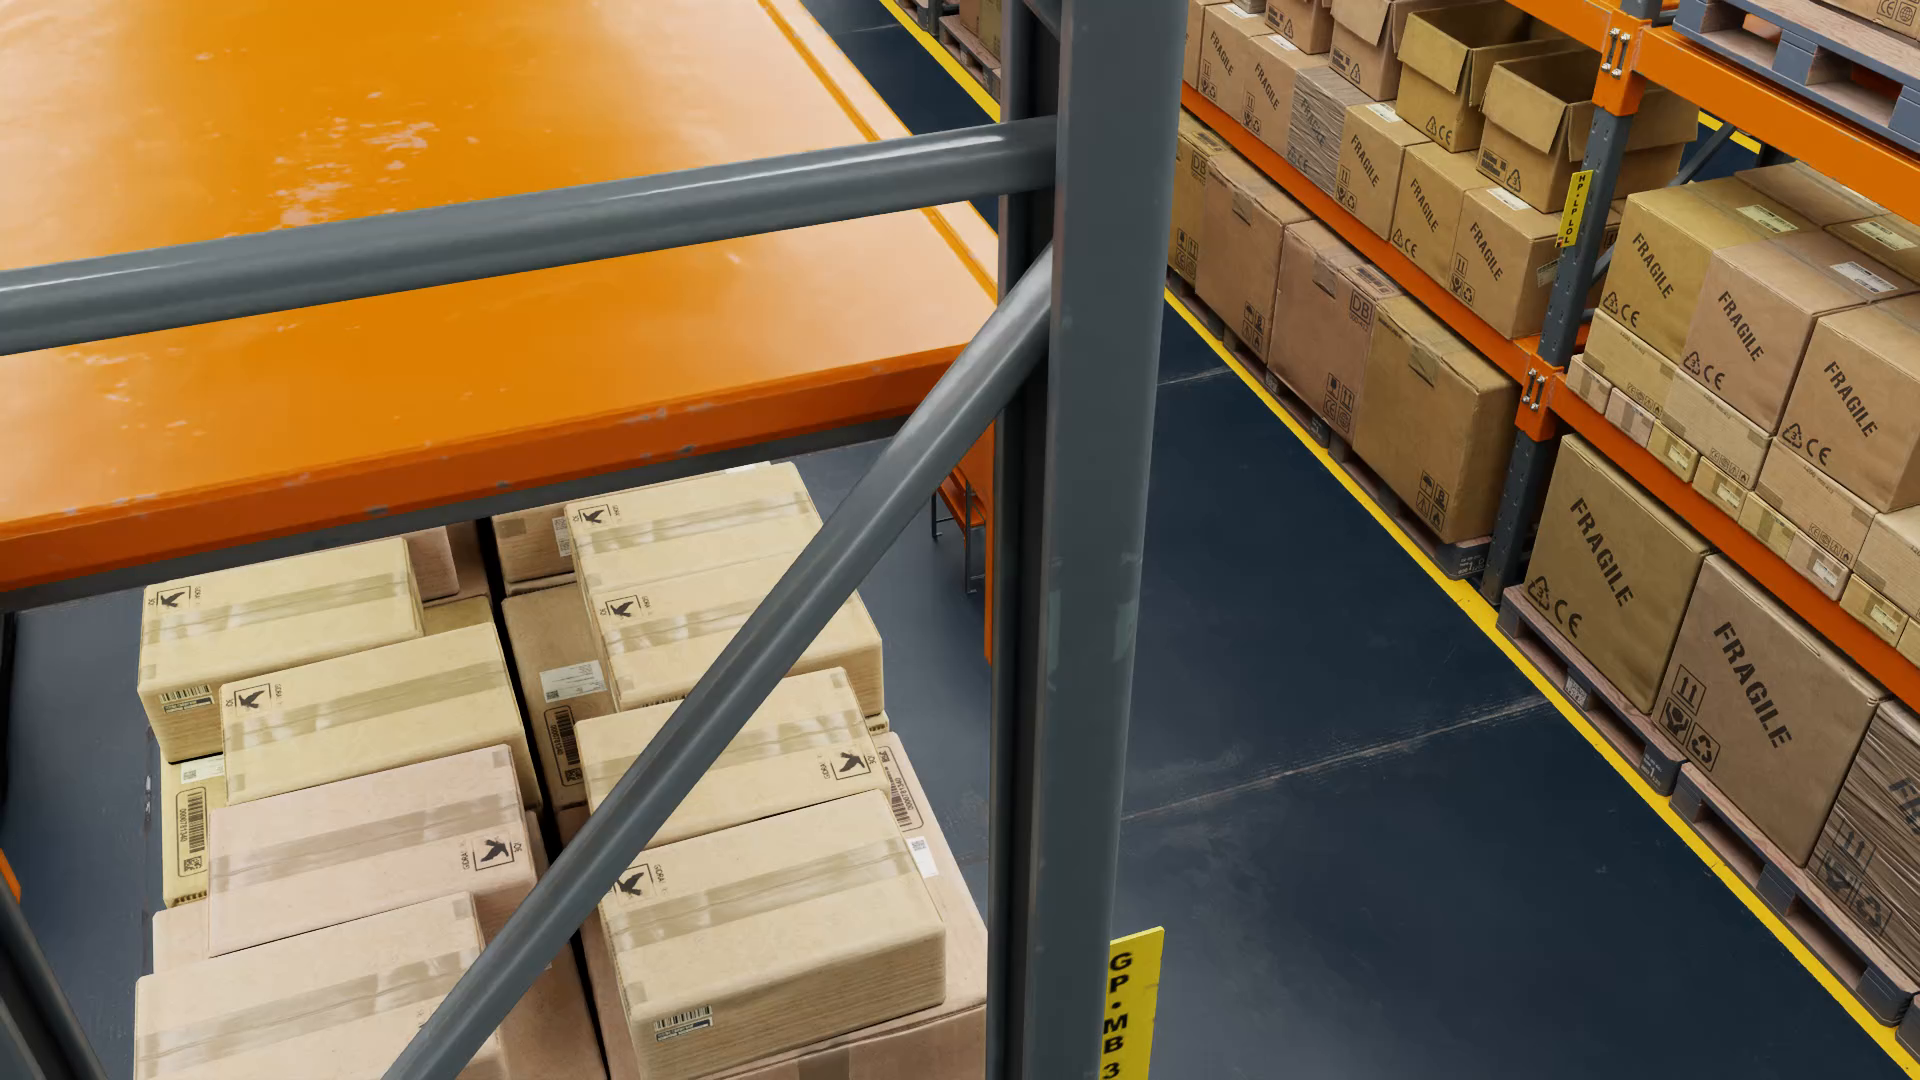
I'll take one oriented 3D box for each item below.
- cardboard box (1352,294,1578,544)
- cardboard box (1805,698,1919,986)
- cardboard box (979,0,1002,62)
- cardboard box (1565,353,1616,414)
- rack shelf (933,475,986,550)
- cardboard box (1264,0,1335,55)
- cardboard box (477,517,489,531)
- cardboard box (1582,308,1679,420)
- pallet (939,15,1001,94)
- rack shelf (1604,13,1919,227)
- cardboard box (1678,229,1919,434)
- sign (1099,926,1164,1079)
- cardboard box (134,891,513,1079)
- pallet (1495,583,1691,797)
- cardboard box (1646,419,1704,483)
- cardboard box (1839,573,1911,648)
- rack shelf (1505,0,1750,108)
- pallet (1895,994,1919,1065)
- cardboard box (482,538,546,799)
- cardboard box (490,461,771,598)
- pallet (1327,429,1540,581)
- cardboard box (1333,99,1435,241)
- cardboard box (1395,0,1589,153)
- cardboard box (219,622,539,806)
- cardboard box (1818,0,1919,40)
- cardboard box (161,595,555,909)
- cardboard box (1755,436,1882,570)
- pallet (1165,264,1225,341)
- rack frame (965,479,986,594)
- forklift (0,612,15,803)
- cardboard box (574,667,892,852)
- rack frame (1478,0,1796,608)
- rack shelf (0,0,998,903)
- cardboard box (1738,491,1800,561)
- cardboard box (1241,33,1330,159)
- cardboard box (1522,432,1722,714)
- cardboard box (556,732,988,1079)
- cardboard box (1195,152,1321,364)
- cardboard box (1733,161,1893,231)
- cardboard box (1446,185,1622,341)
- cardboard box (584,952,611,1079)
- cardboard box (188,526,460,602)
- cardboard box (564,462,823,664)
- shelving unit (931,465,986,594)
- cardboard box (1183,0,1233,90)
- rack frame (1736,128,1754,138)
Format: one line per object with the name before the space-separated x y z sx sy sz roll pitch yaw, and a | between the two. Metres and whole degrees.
cardboard box | 2.738 -0.692 8.153 1.225 0.875 0.875 -12 39 -16
cardboard box | 3.745 1.066 5.819 0.875 0.875 0.875 -12 39 -16
cardboard box | 0.561 -4.088 12.956 0.700 0.500 0.500 -13 39 -16
cardboard box | 2.766 -0.679 6.928 0.380 0.149 0.250 -12 39 -16
rack shelf | 0.057 -0.173 7.985 0.258 0.148 0.480 -12 39 -16
cardboard box | 2.058 -2.931 8.791 0.797 0.503 0.637 -12 39 -15
cardboard box | -1.250 -0.198 3.296 0.500 0.250 0.500 -14 39 -18
cardboard box | 2.893 -0.755 6.697 0.500 0.250 0.500 -13 39 -17
pallet | 0.493 -3.982 13.421 1.003 0.211 1.213 -12 39 -16
rack shelf | 3.665 -0.797 4.980 1.077 0.370 4.000 -12 39 -16
cardboard box | 3.064 -0.771 6.095 0.500 0.500 0.500 -12 39 -16
sign | 0.171 0.554 1.862 0.100 0.325 0.005 -12 39 -16
cardboard box | -0.729 0.590 1.919 0.380 0.149 0.250 -13 39 -16
pallet | 3.165 0.544 7.413 1.003 0.211 1.213 -12 39 -16
cardboard box | 2.948 -0.382 6.534 0.380 0.149 0.250 -11 38 -14
cardboard box | 3.304 0.201 5.759 0.380 0.149 0.250 -14 39 -17
rack shelf | 2.289 -3.056 7.980 1.077 0.370 4.000 -12 39 -16
pallet | 4.005 1.922 5.583 1.003 0.211 1.213 -12 39 -16
cardboard box | -0.620 0.182 3.207 0.500 0.250 0.500 -14 39 -17
cardboard box | -0.589 -0.008 3.044 0.500 0.250 0.500 -12 39 -15
pallet | 2.641 -0.322 8.563 1.003 0.211 1.213 -12 39 -16
cardboard box | 2.209 -1.838 8.174 0.500 0.500 0.500 -13 39 -16
cardboard box | 2.524 -2.205 7.828 0.797 0.503 0.637 -12 39 -15
cardboard box | -0.811 0.285 2.323 0.380 0.149 0.250 -14 39 -17
cardboard box | 3.303 -2.032 5.506 0.700 0.500 0.500 -15 39 -19
cardboard box | -0.913 0.380 2.529 0.500 0.250 0.500 -13 39 -17
cardboard box | 3.243 -0.181 5.936 0.500 0.250 0.500 -12 38 -15
pallet | 1.801 -1.700 10.393 1.003 0.211 1.213 -12 39 -16
rack frame | 0.141 -0.248 7.642 0.240 1.200 0.015 -12 39 -16
forklift | -4.813 -0.485 6.518 1.130 2.935 3.031 -14 39 -18
cardboard box | -0.307 0.339 2.252 0.380 0.149 0.250 -11 38 -14
rack frame | 2.977 -1.016 7.166 1.000 3.000 0.127 -12 39 -16
rack shelf | -1.027 -1.024 2.791 1.077 0.370 4.000 -12 39 -16
cardboard box | 3.128 -0.090 6.145 0.380 0.149 0.250 -13 39 -17
cardboard box | 1.871 -2.405 8.927 0.500 0.500 0.500 -13 39 -17
cardboard box | 3.129 0.055 7.162 0.875 0.875 0.875 -12 39 -16
cardboard box | -0.249 0.568 2.279 0.500 0.250 0.500 -12 39 -15
cardboard box | 2.118 -1.695 9.485 1.225 0.875 0.875 -12 39 -16
cardboard box | 3.386 -1.170 6.624 0.500 0.500 0.500 -11 38 -15
cardboard box | 2.559 -1.263 7.411 0.500 0.500 0.500 -12 39 -16
cardboard box | -0.253 0.769 2.428 0.500 0.250 0.500 -11 38 -14
cardboard box | -1.034 0.003 2.698 0.380 0.149 0.250 -13 39 -17
cardboard box | -0.415 0.033 2.658 0.380 0.149 0.250 -12 39 -15
shelving unit | 0.057 -0.386 7.825 0.258 1.200 0.503 -12 39 -16
cardboard box | 1.512 -2.984 9.696 0.500 0.500 0.500 -11 38 -15
rack frame | 6.251 -4.301 11.527 1.000 3.000 0.127 -12 39 -16
